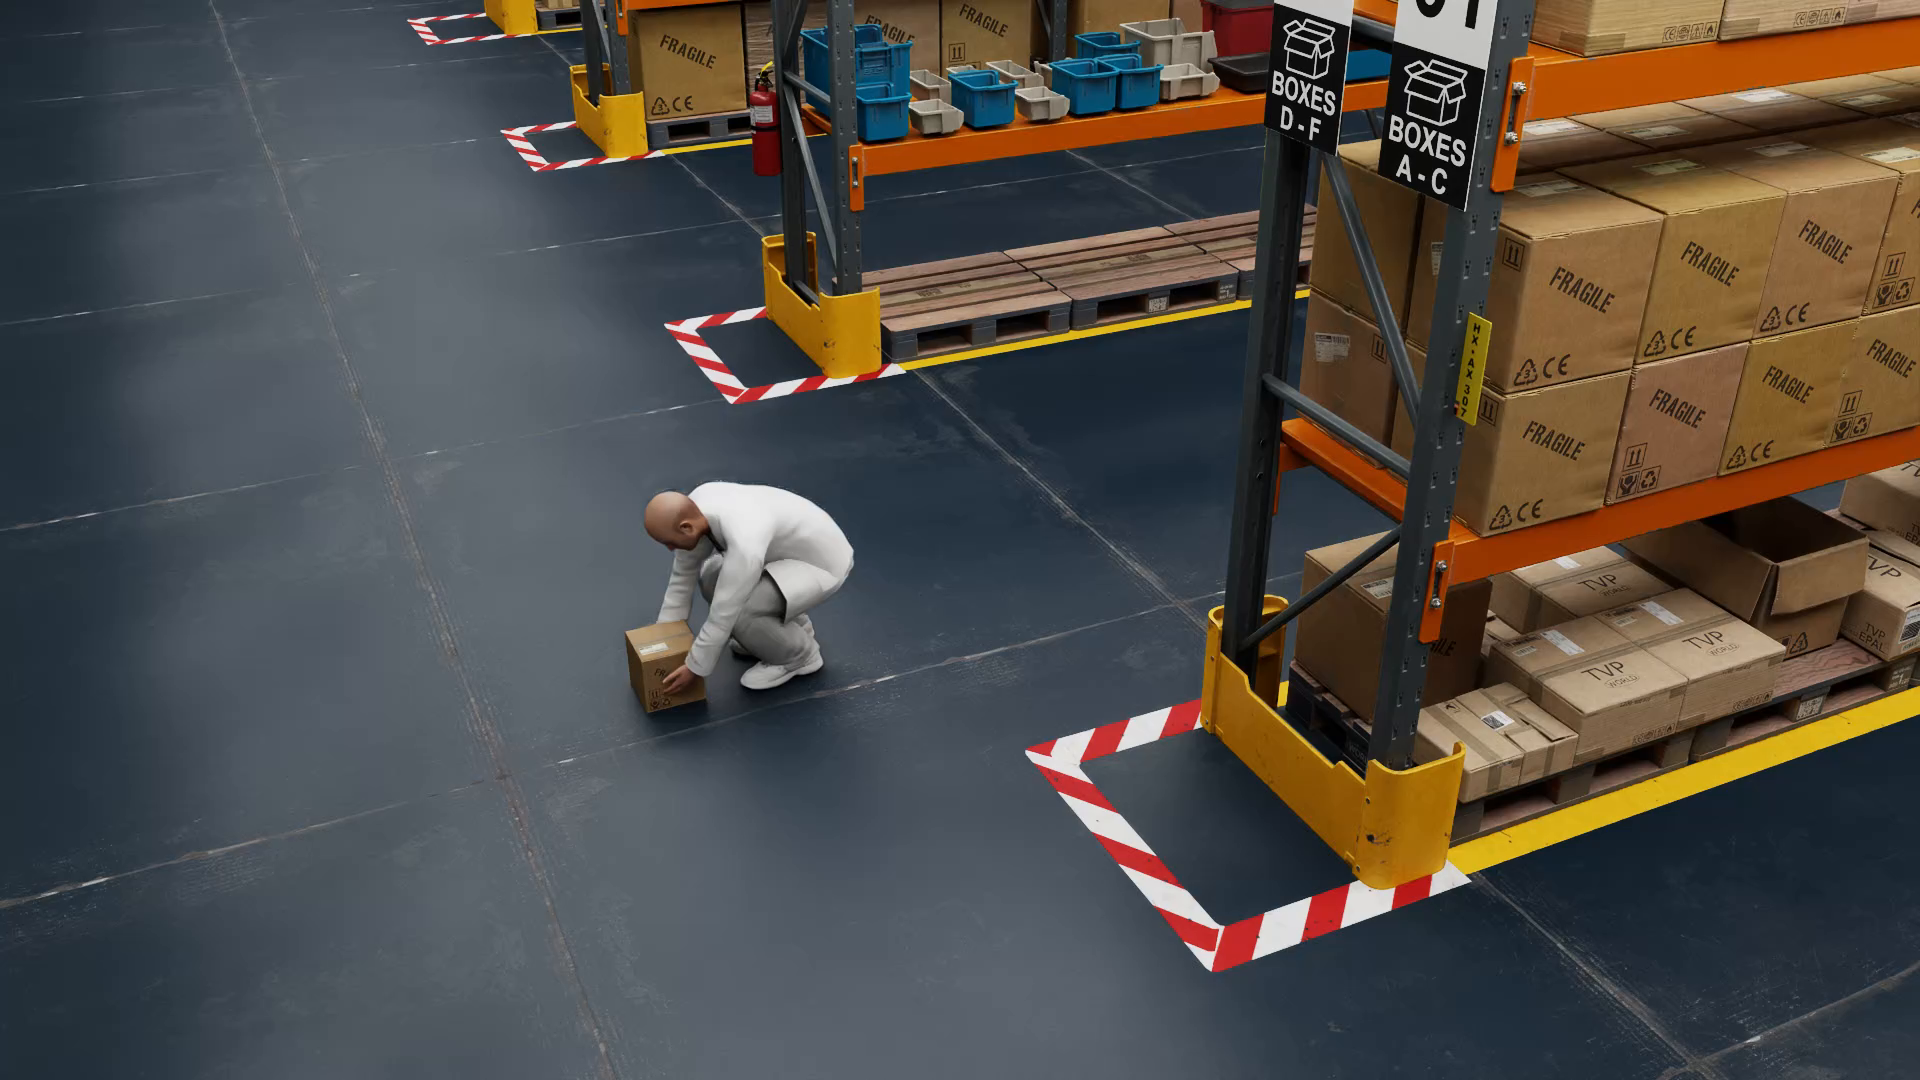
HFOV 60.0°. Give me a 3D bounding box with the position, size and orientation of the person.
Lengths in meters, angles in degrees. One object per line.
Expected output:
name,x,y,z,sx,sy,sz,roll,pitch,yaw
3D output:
person,-0.863,0.142,6.762,0.906,0.931,0.610,-13,32,-22
